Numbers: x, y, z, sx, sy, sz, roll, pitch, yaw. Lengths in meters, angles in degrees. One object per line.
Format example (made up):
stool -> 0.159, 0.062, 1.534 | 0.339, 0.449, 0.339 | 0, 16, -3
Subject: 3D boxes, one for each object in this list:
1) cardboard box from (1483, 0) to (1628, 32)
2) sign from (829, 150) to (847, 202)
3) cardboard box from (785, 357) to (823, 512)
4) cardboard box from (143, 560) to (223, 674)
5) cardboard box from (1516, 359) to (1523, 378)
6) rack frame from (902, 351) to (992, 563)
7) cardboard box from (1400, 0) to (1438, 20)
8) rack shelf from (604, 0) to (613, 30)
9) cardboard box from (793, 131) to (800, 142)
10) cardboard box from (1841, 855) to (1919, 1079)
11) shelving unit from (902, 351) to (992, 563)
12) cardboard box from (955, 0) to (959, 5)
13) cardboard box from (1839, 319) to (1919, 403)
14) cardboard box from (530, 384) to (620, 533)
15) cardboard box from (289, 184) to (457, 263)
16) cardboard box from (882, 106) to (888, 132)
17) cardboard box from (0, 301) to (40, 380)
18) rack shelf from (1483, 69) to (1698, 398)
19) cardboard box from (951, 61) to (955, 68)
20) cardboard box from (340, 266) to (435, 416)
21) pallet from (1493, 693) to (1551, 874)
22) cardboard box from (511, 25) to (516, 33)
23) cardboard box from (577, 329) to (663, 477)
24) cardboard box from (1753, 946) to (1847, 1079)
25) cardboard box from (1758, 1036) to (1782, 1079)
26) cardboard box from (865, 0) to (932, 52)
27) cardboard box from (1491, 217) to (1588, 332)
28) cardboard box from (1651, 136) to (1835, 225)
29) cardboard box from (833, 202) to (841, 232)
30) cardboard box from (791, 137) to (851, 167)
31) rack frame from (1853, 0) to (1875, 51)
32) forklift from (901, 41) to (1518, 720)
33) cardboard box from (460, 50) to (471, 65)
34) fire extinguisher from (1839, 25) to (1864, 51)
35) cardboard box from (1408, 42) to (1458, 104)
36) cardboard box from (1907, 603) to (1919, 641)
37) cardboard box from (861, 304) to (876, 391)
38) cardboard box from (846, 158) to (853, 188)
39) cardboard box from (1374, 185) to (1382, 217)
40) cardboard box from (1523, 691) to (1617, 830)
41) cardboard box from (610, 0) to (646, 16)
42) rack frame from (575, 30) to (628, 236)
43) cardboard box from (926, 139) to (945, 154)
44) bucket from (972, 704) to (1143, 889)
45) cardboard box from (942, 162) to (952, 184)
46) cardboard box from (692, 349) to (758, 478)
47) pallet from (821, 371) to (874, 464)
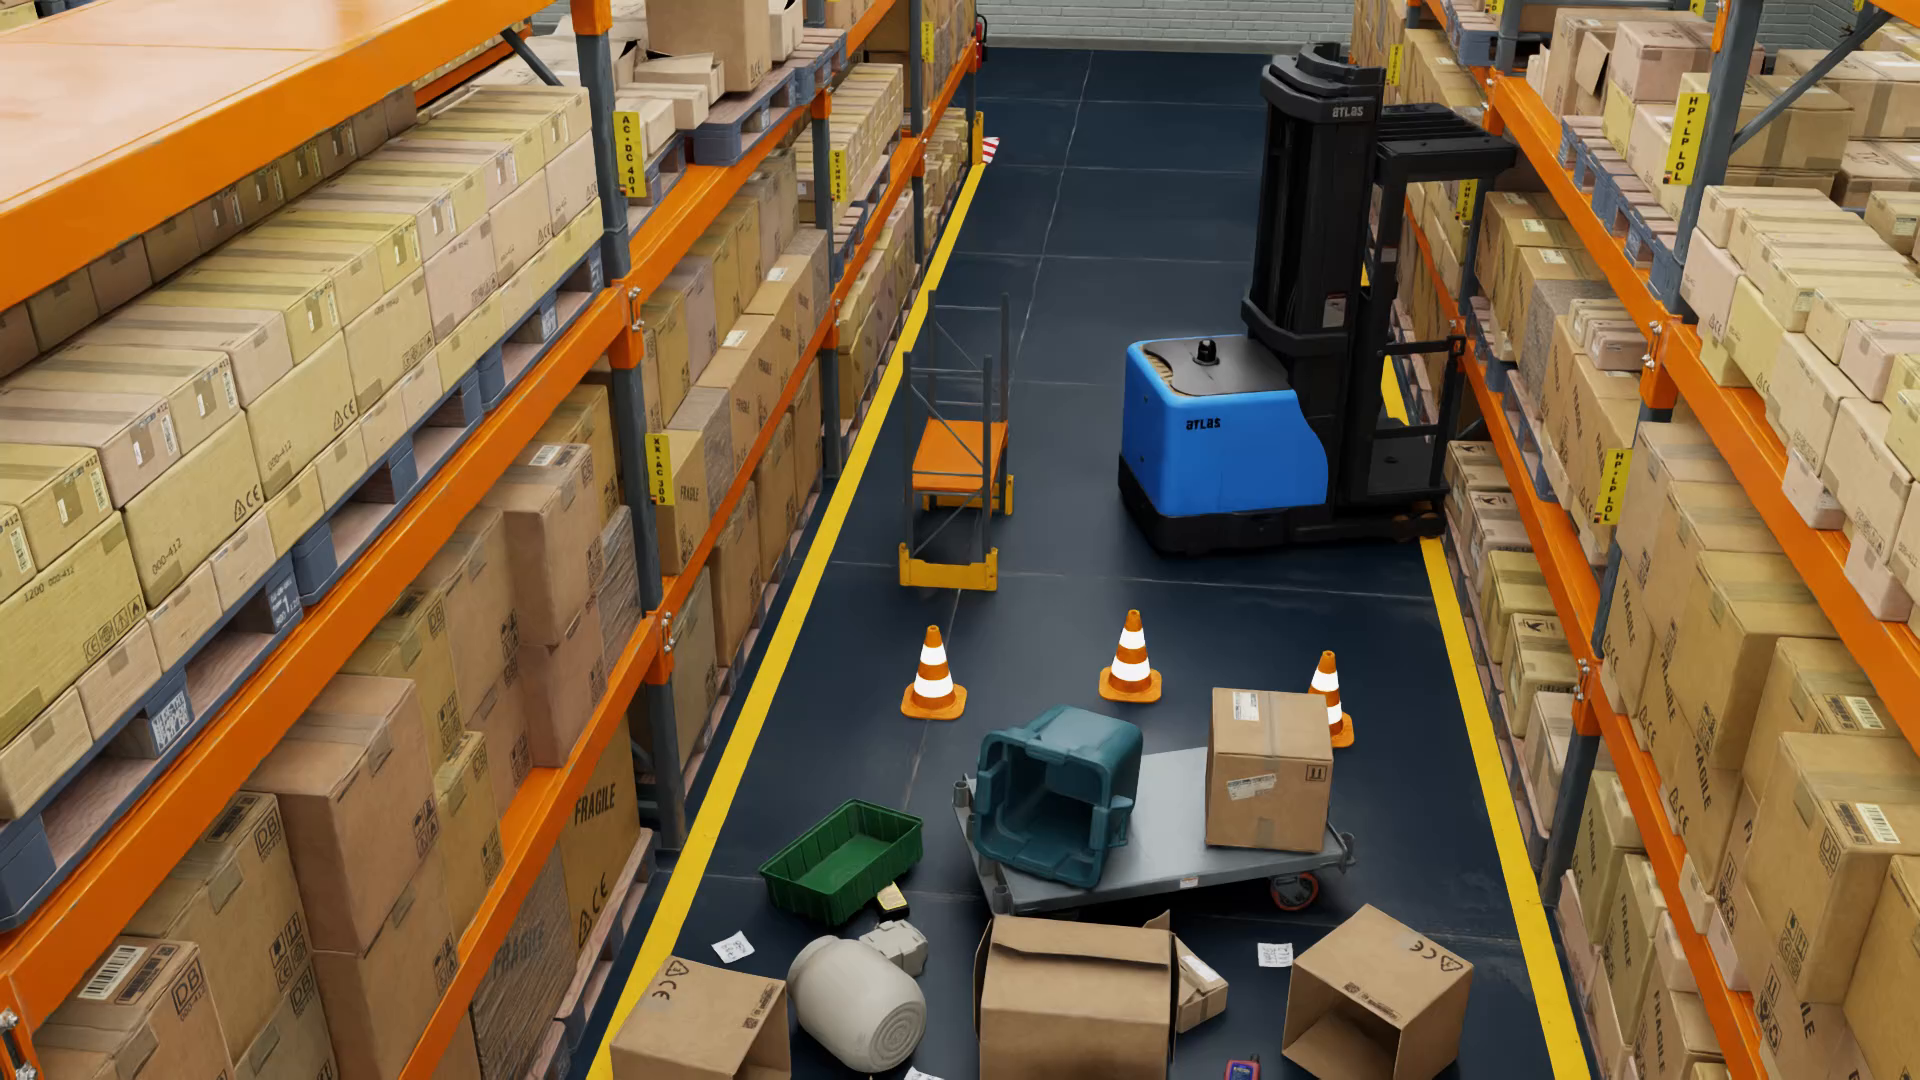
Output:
cardboard box -> 3.510, -3.288, 9.768 | 0.797, 0.503, 0.637 | 2, 28, 3
sign -> -0.760, -2.270, 10.372 | 0.100, 0.325, 0.005 | 3, 28, 6
cardboard box -> -1.476, -0.704, 10.615 | 1.050, 0.750, 0.750 | 3, 28, 6
cardboard box -> -1.870, 0.156, 3.645 | 0.380, 0.149, 0.250 | 3, 29, 6
cardboard box -> 3.236, -0.979, 9.019 | 0.380, 0.149, 0.250 | 5, 29, 9
rack frame -> -0.073, -0.381, 9.668 | 0.500, 1.500, 0.032 | 3, 28, 6
cardboard box -> 3.825, -4.367, 13.641 | 0.380, 0.149, 0.250 | 3, 28, 5
rack shelf -> -1.557, -2.998, 7.798 | 1.077, 0.370, 4.000 | 3, 28, 6
cardboard box -> -1.452, -3.103, 12.961 | 0.380, 0.149, 0.250 | 2, 28, 4
cardboard box -> 2.549, 1.109, 3.848 | 0.700, 0.500, 0.500 | 4, 29, 7
shelving unit -> -0.014, -0.605, 10.084 | 0.500, 1.500, 0.985 | 3, 28, 6
cardboard box -> -0.258, -5.458, 16.037 | 0.500, 0.500, 0.500 | 5, 29, 9
cardboard box -> 2.656, -0.483, 4.538 | 0.380, 0.149, 0.250 | 3, 28, 5
cardboard box -> -1.881, -0.278, 6.598 | 0.875, 0.550, 0.550 | 3, 28, 6
cardboard box -> -1.686, -0.913, 4.787 | 0.380, 0.149, 0.250 | 3, 28, 6
cardboard box -> -0.768, -3.310, 13.032 | 0.380, 0.149, 0.250 | 2, 28, 5
cardboard box -> -2.462, -0.471, 3.966 | 0.380, 0.149, 0.250 | 3, 29, 6
rack shelf -> 3.368, -1.613, 7.969 | 1.077, 0.370, 4.000 | 3, 28, 6
cardboard box -> -0.244, -4.798, 16.551 | 0.380, 0.149, 0.250 | 2, 28, 4
cardboard box -> -1.794, -0.564, 4.560 | 0.500, 0.250, 0.500 | 3, 28, 6
pallet -> 3.217, 1.193, 8.104 | 1.003, 0.211, 1.213 | 3, 28, 6
cardboard box -> -4.989, -5.472, 17.802 | 0.380, 0.149, 0.250 | 4, 29, 7
cardboard box -> -1.747, -0.626, 7.382 | 0.700, 0.500, 0.500 | 3, 28, 5
cardboard box -> 2.557, 1.298, 4.551 | 0.500, 0.500, 0.500 | 3, 28, 6
cardboard box -> 2.554, 1.531, 4.802 | 0.380, 0.149, 0.250 | 3, 28, 6
cardboard box -> -0.524, -4.487, 14.235 | 0.500, 0.500, 0.500 | 4, 29, 7
cardboard box -> 3.272, -1.466, 9.239 | 0.500, 0.500, 0.500 | 5, 29, 9
cardboard box -> 3.051, -1.390, 6.513 | 0.500, 0.250, 0.500 | 3, 28, 5
cardboard box -> -1.023, -2.190, 11.267 | 0.380, 0.149, 0.250 | 5, 29, 9
cardboard box -> -0.965, -2.700, 11.585 | 0.380, 0.149, 0.250 | 2, 28, 4
rack frame -> 9.520, -5.030, 16.715 | 1.000, 3.000, 0.127 | 3, 28, 6
forklift -> 1.849, -1.108, 9.509 | 4.859, 2.935, 2.543 | -5, 29, -9
cardboard box -> -5.146, -4.875, 16.694 | 0.384, 0.149, 0.255 | 4, 29, 8
fire extinguisher -> 9.080, -4.927, 17.000 | 0.296, 0.674, 0.183 | 3, 28, 6
cardboard box -> 3.729, -3.486, 12.691 | 0.500, 0.500, 0.500 | 3, 28, 6
cardboard box -> 2.584, 0.220, 4.074 | 0.380, 0.149, 0.250 | 3, 28, 5
cardboard box -> -0.914, -1.430, 12.227 | 0.500, 0.500, 0.500 | 4, 29, 7
cardboard box -> -0.962, -2.584, 11.684 | 0.380, 0.149, 0.250 | 3, 29, 6
cardboard box -> 4.396, -3.201, 15.580 | 0.875, 0.438, 0.875 | 3, 28, 5
cardboard box -> 3.185, 1.057, 7.745 | 0.950, 0.372, 0.625 | 4, 29, 7
cardboard box -> -1.680, -2.710, 8.858 | 0.500, 0.250, 0.500 | 4, 29, 8
rack frame -> -1.802, -2.549, 5.785 | 1.000, 3.000, 0.127 | 3, 28, 6
cardboard box -> -0.353, -3.874, 16.507 | 0.380, 0.149, 0.250 | 2, 28, 4
bucket -> 0.470, 1.062, 7.257 | 0.726, 0.611, 0.620 | 14, 21, 24
cardboard box -> -0.281, -3.612, 16.333 | 0.380, 0.149, 0.250 | 4, 29, 7
cardboard box -> -1.345, -0.657, 8.493 | 0.500, 0.500, 0.500 | 3, 28, 6
pallet -> -1.214, -0.931, 12.047 | 1.003, 0.211, 1.213 | 3, 28, 6
